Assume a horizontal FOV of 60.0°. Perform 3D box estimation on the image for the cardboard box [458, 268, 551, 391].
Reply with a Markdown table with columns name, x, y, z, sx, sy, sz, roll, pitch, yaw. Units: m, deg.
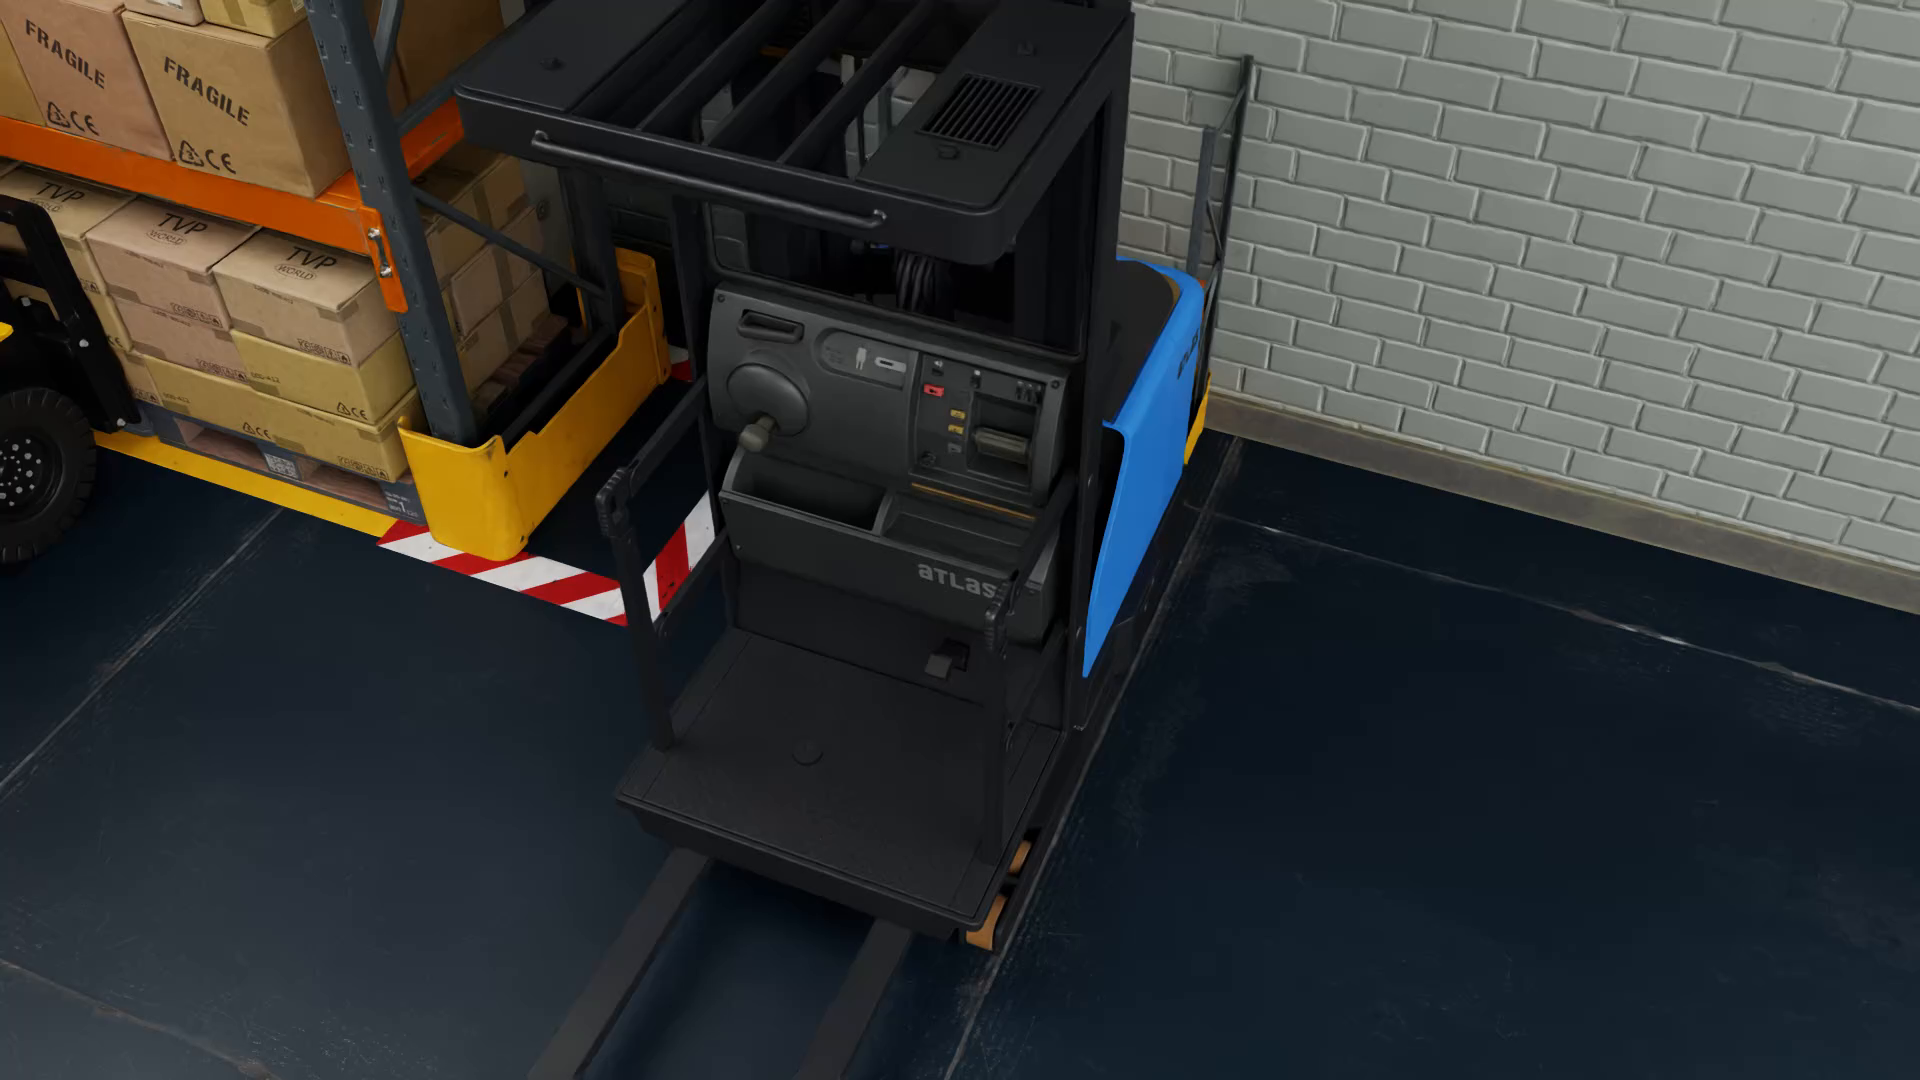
| name | x | y | z | sx | sy | sz | roll | pitch | yaw |
| --- | --- | --- | --- | --- | --- | --- | --- | --- | --- |
| cardboard box | -1.873 | -0.844 | 6.124 | 0.500 | 0.250 | 0.500 | 17 | 47 | 16 |

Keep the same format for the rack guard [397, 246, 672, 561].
| name | x | y | z | sx | sy | sz | roll | pitch | yaw |
| --- | --- | --- | --- | --- | --- | --- | --- | --- | --- |
| rack guard | -1.472 | -0.517 | 5.915 | 0.348 | 0.500 | 1.175 | 16 | 47 | 16 |

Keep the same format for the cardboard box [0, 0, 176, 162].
| name | x | y | z | sx | sy | sz | roll | pitch | yaw |
| --- | --- | --- | --- | --- | --- | --- | --- | --- | --- |
| cardboard box | -2.525 | -1.555 | 5.115 | 0.500 | 0.500 | 0.500 | 18 | 48 | 17 |

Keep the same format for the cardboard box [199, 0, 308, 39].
| name | x | y | z | sx | sy | sz | roll | pitch | yaw |
| --- | --- | --- | --- | --- | --- | --- | --- | --- | --- |
| cardboard box | -1.922 | -1.587 | 4.687 | 0.250 | 0.149 | 0.380 | 17 | 47 | 16 |

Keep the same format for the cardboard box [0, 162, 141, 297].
| name | x | y | z | sx | sy | sz | roll | pitch | yaw |
| --- | --- | --- | --- | --- | --- | --- | --- | --- | --- |
| cardboard box | -2.983 | -1.126 | 5.697 | 0.500 | 0.250 | 0.500 | 17 | 47 | 16 |

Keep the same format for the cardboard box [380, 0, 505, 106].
| name | x | y | z | sx | sy | sz | roll | pitch | yaw |
| --- | --- | --- | --- | --- | --- | --- | --- | --- | --- |
| cardboard box | -1.845 | -1.760 | 5.322 | 0.500 | 0.500 | 0.500 | 18 | 48 | 17 |

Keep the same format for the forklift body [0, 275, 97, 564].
| name | x | y | z | sx | sy | sz | roll | pitch | yaw |
| --- | --- | --- | --- | --- | --- | --- | --- | --- | --- |
| forklift body | -3.947 | -0.436 | 4.663 | 1.214 | 2.155 | 2.313 | 16 | 47 | 16 |

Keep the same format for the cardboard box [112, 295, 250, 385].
| name | x | y | z | sx | sy | sz | roll | pitch | yaw |
| --- | --- | --- | --- | --- | --- | --- | --- | --- | --- |
| cardboard box | -2.523 | -0.833 | 5.758 | 0.500 | 0.250 | 0.500 | 16 | 47 | 15 |

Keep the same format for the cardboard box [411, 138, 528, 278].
| name | x | y | z | sx | sy | sz | roll | pitch | yaw |
| --- | --- | --- | --- | --- | --- | --- | --- | --- | --- |
| cardboard box | -1.865 | -1.192 | 5.764 | 0.500 | 0.250 | 0.500 | 16 | 47 | 15 |

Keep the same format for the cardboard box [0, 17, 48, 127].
| name | x | y | z | sx | sy | sz | roll | pitch | yaw |
| --- | --- | --- | --- | --- | --- | --- | --- | --- | --- |
| cardboard box | -2.998 | -1.694 | 5.255 | 0.500 | 0.500 | 0.500 | 16 | 47 | 15 |

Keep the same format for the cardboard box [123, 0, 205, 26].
| name | x | y | z | sx | sy | sz | roll | pitch | yaw |
| --- | --- | --- | --- | --- | --- | --- | --- | --- | --- |
| cardboard box | -2.170 | -1.637 | 4.738 | 0.250 | 0.149 | 0.380 | 17 | 47 | 16 |

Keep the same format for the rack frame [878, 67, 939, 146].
| name | x | y | z | sx | sy | sz | roll | pitch | yaw |
| --- | --- | --- | --- | --- | --- | --- | --- | --- | --- |
| rack frame | -0.156 | -1.050 | 5.724 | 0.032 | 1.500 | 0.500 | 15 | 45 | 15 |

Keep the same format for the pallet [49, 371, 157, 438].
| name | x | y | z | sx | sy | sz | roll | pitch | yaw |
| --- | --- | --- | --- | --- | --- | --- | --- | --- | --- |
| pallet | -3.339 | -0.934 | 6.539 | 1.213 | 0.211 | 1.003 | 16 | 47 | 16 |

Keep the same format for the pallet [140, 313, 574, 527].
| name | x | y | z | sx | sy | sz | roll | pitch | yaw |
| --- | --- | --- | --- | --- | --- | --- | --- | --- | --- |
| pallet | -2.217 | -0.602 | 6.205 | 1.213 | 0.211 | 1.003 | 16 | 47 | 16 |

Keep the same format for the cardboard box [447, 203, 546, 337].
| name | x | y | z | sx | sy | sz | roll | pitch | yaw |
| --- | --- | --- | --- | --- | --- | --- | --- | --- | --- |
| cardboard box | -1.849 | -1.024 | 5.950 | 0.500 | 0.250 | 0.500 | 17 | 47 | 17 |

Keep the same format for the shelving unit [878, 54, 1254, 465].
| name | x | y | z | sx | sy | sz | roll | pitch | yaw |
| --- | --- | --- | --- | --- | --- | --- | --- | --- | --- |
| shelving unit | 0.310 | -0.923 | 5.599 | 1.083 | 1.500 | 0.587 | 15 | 45 | 15 |

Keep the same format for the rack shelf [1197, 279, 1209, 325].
| name | x | y | z | sx | sy | sz | roll | pitch | yaw |
| --- | --- | --- | --- | --- | --- | --- | --- | --- | --- |
| rack shelf | 0.317 | -0.791 | 5.721 | 1.000 | 0.185 | 0.538 | 15 | 45 | 15 |

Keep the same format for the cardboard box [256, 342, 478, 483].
| name | x | y | z | sx | sy | sz | roll | pitch | yaw |
| --- | --- | --- | --- | --- | --- | --- | --- | --- | --- |
| cardboard box | -2.050 | -0.506 | 5.783 | 0.500 | 0.250 | 0.500 | 17 | 47 | 16 |

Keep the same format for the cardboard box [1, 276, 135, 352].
| name | x | y | z | sx | sy | sz | roll | pitch | yaw |
| --- | --- | --- | --- | --- | --- | --- | --- | --- | --- |
| cardboard box | -3.007 | -0.959 | 5.885 | 0.500 | 0.250 | 0.500 | 15 | 47 | 15 |

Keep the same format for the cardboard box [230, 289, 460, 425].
| name | x | y | z | sx | sy | sz | roll | pitch | yaw |
| --- | --- | --- | --- | --- | --- | --- | --- | --- | --- |
| cardboard box | -2.064 | -0.690 | 5.614 | 0.500 | 0.250 | 0.500 | 16 | 47 | 15 |

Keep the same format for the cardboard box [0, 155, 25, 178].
| name | x | y | z | sx | sy | sz | roll | pitch | yaw |
| --- | --- | --- | --- | --- | --- | --- | --- | --- | --- |
| cardboard box | -3.447 | -1.268 | 5.841 | 0.500 | 0.250 | 0.500 | 16 | 47 | 15 |

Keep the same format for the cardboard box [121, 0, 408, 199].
| name | x | y | z | sx | sy | sz | roll | pitch | yaw |
| --- | --- | --- | --- | --- | --- | --- | --- | --- | --- |
| cardboard box | -2.050 | -1.408 | 4.967 | 0.500 | 0.500 | 0.500 | 15 | 47 | 15 |

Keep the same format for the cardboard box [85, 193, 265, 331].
| name | x | y | z | sx | sy | sz | roll | pitch | yaw |
| --- | --- | --- | --- | --- | --- | --- | --- | --- | --- |
| cardboard box | -2.513 | -0.995 | 5.566 | 0.500 | 0.250 | 0.500 | 17 | 47 | 17 |

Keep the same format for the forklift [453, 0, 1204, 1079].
| name | x | y | z | sx | sy | sz | roll | pitch | yaw |
| --- | --- | --- | --- | --- | --- | --- | --- | --- | --- |
| forklift | -0.273 | -0.252 | 3.925 | 1.130 | 2.935 | 3.031 | 16 | 47 | 16 |

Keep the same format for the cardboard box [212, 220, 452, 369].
| name | x | y | z | sx | sy | sz | roll | pitch | yaw |
| --- | --- | --- | --- | --- | --- | --- | --- | --- | --- |
| cardboard box | -2.040 | -0.860 | 5.431 | 0.500 | 0.250 | 0.500 | 18 | 48 | 17 |

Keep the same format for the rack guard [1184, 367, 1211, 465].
| name | x | y | z | sx | sy | sz | roll | pitch | yaw |
| --- | --- | --- | --- | --- | --- | --- | --- | --- | --- |
| rack guard | 0.768 | -0.344 | 5.905 | 0.087 | 0.250 | 0.587 | 15 | 45 | 15 |

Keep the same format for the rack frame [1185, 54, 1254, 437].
| name | x | y | z | sx | sy | sz | roll | pitch | yaw |
| --- | --- | --- | --- | --- | --- | --- | --- | --- | --- |
| rack frame | 0.794 | -0.792 | 5.469 | 0.032 | 1.500 | 0.500 | 15 | 45 | 15 |

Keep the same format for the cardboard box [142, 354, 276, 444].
| name | x | y | z | sx | sy | sz | roll | pitch | yaw |
| --- | --- | --- | --- | --- | --- | --- | --- | --- | --- |
| cardboard box | -2.505 | -0.647 | 5.925 | 0.500 | 0.250 | 0.500 | 16 | 47 | 16 |

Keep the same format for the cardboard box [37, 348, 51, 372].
| name | x | y | z | sx | sy | sz | roll | pitch | yaw |
| --- | --- | --- | --- | --- | --- | --- | --- | --- | --- |
| cardboard box | -3.451 | -0.915 | 6.195 | 0.500 | 0.250 | 0.500 | 18 | 48 | 17 |

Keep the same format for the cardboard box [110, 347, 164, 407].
| name | x | y | z | sx | sy | sz | roll | pitch | yaw |
| --- | --- | --- | --- | --- | --- | --- | --- | --- | --- |
| cardboard box | -2.963 | -0.789 | 6.068 | 0.500 | 0.250 | 0.500 | 17 | 47 | 16 |

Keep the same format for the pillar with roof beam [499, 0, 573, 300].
| name | x | y | z | sx | sy | sz | roll | pitch | yaw |
| --- | --- | --- | --- | --- | --- | --- | --- | --- | --- |
| pillar with roof beam | -3.448 | -1.510 | 0.887 | 0.400 | 9.000 | 9.100 | 16 | 47 | 16 |

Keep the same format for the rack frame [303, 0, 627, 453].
| name | x | y | z | sx | sy | sz | roll | pitch | yaw |
| --- | --- | --- | --- | --- | --- | --- | --- | --- | --- |
| rack frame | -1.495 | -1.410 | 5.040 | 0.127 | 3.000 | 1.000 | 16 | 47 | 16 |

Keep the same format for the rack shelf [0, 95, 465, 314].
| name | x | y | z | sx | sy | sz | roll | pitch | yaw |
| --- | --- | --- | --- | --- | --- | --- | --- | --- | --- |
| rack shelf | -3.340 | -1.698 | 5.840 | 4.000 | 0.370 | 1.077 | 16 | 47 | 16 |
